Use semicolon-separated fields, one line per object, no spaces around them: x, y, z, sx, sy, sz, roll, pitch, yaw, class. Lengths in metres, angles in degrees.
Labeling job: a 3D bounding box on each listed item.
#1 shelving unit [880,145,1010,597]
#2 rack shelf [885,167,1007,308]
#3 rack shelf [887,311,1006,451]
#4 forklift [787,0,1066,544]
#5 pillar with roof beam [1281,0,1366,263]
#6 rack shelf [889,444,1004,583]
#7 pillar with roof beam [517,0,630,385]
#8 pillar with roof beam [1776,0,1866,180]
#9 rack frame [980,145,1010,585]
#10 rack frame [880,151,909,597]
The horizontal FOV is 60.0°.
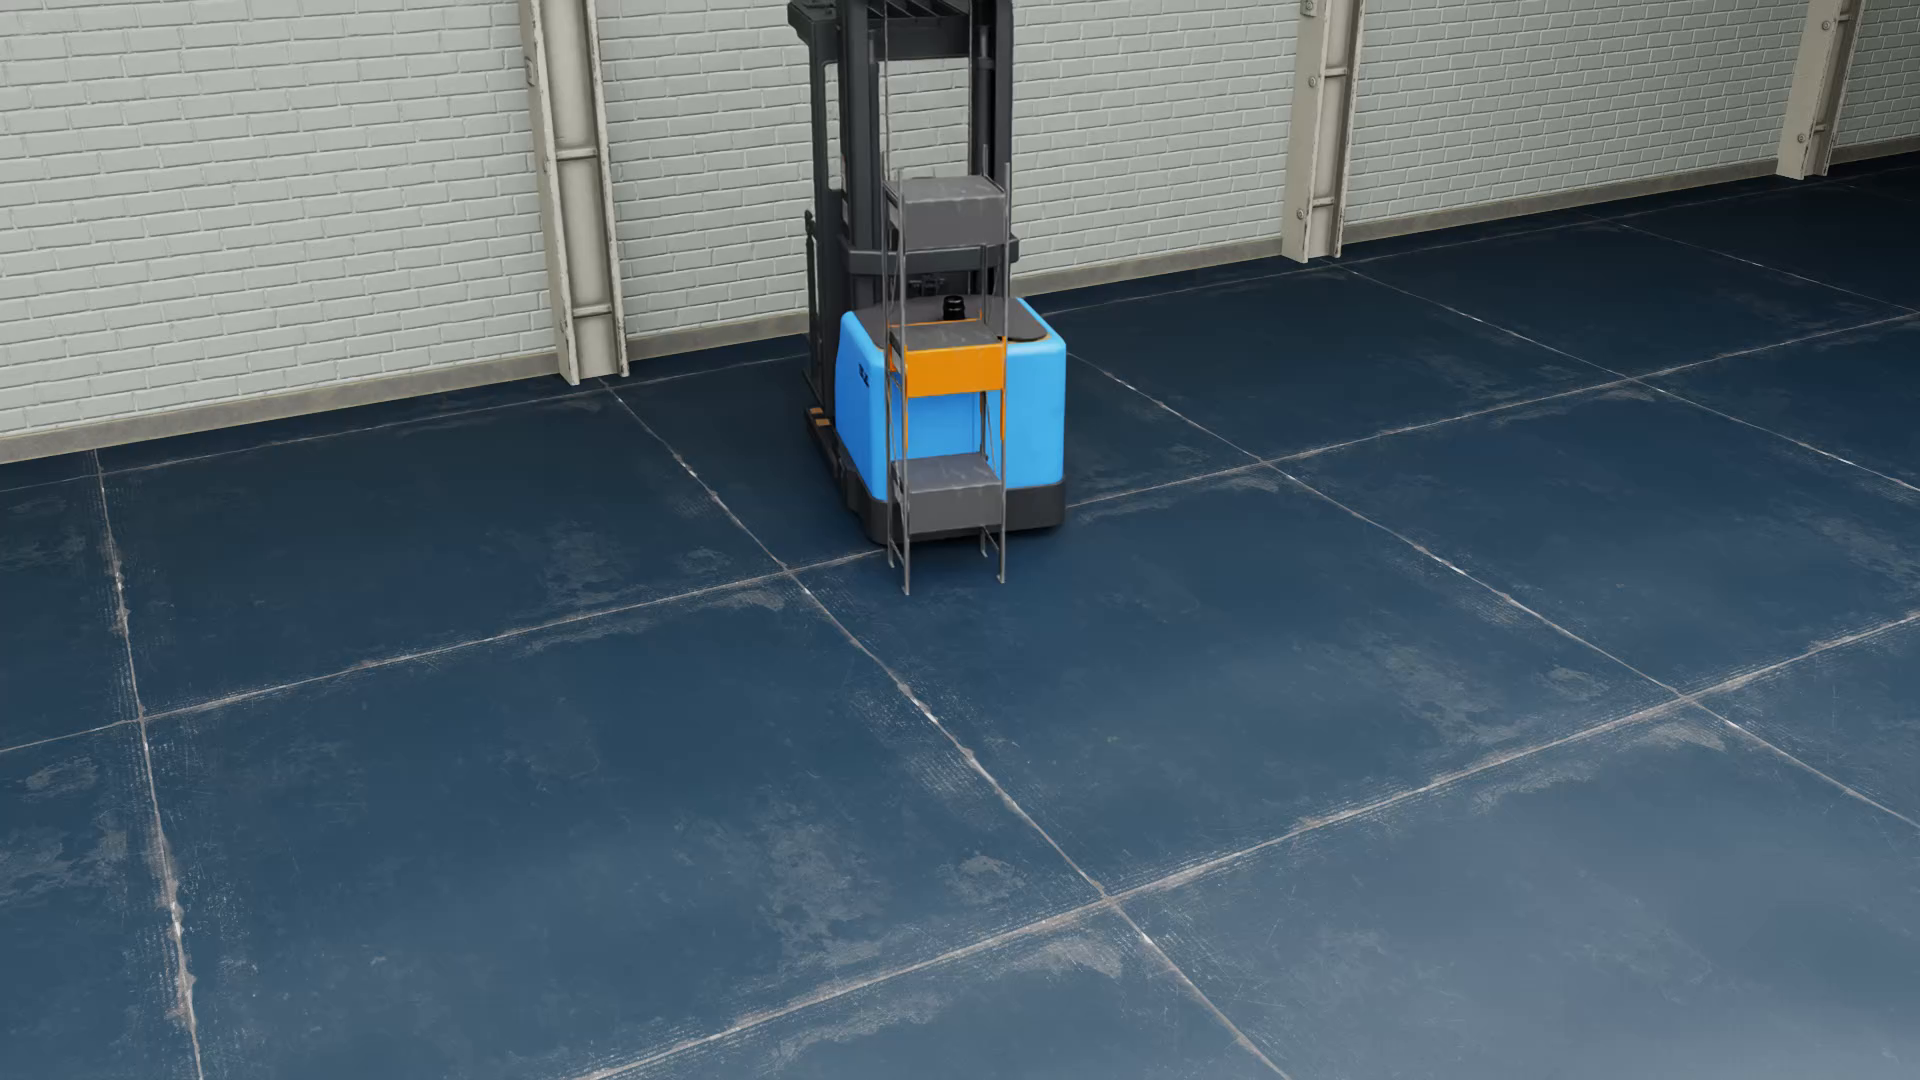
-0.073;-0.779;7.946;0.503;2.100;0.431;-7;26;-13;shelving unit
-0.073;-1.398;7.649;0.480;0.518;0.431;-7;26;-13;rack shelf
-0.073;-0.767;7.952;0.480;0.518;0.431;-7;26;-13;rack shelf
-0.318;-1.914;9.350;1.130;2.935;3.031;-7;26;-13;forklift
4.887;-4.743;8.231;0.400;9.000;9.100;-13;29;-25;pillar with roof beam
-0.073;-0.136;8.255;0.480;0.518;0.431;-7;26;-13;rack shelf
-0.407;-3.521;5.686;0.400;9.000;9.100;-13;29;-25;pillar with roof beam
10.181;-5.965;10.776;0.400;9.000;9.100;-13;29;-25;pillar with roof beam
0.163;-0.806;8.003;0.015;2.100;0.400;-7;26;-13;rack frame
-0.309;-0.752;7.890;0.015;2.100;0.400;-7;26;-13;rack frame
